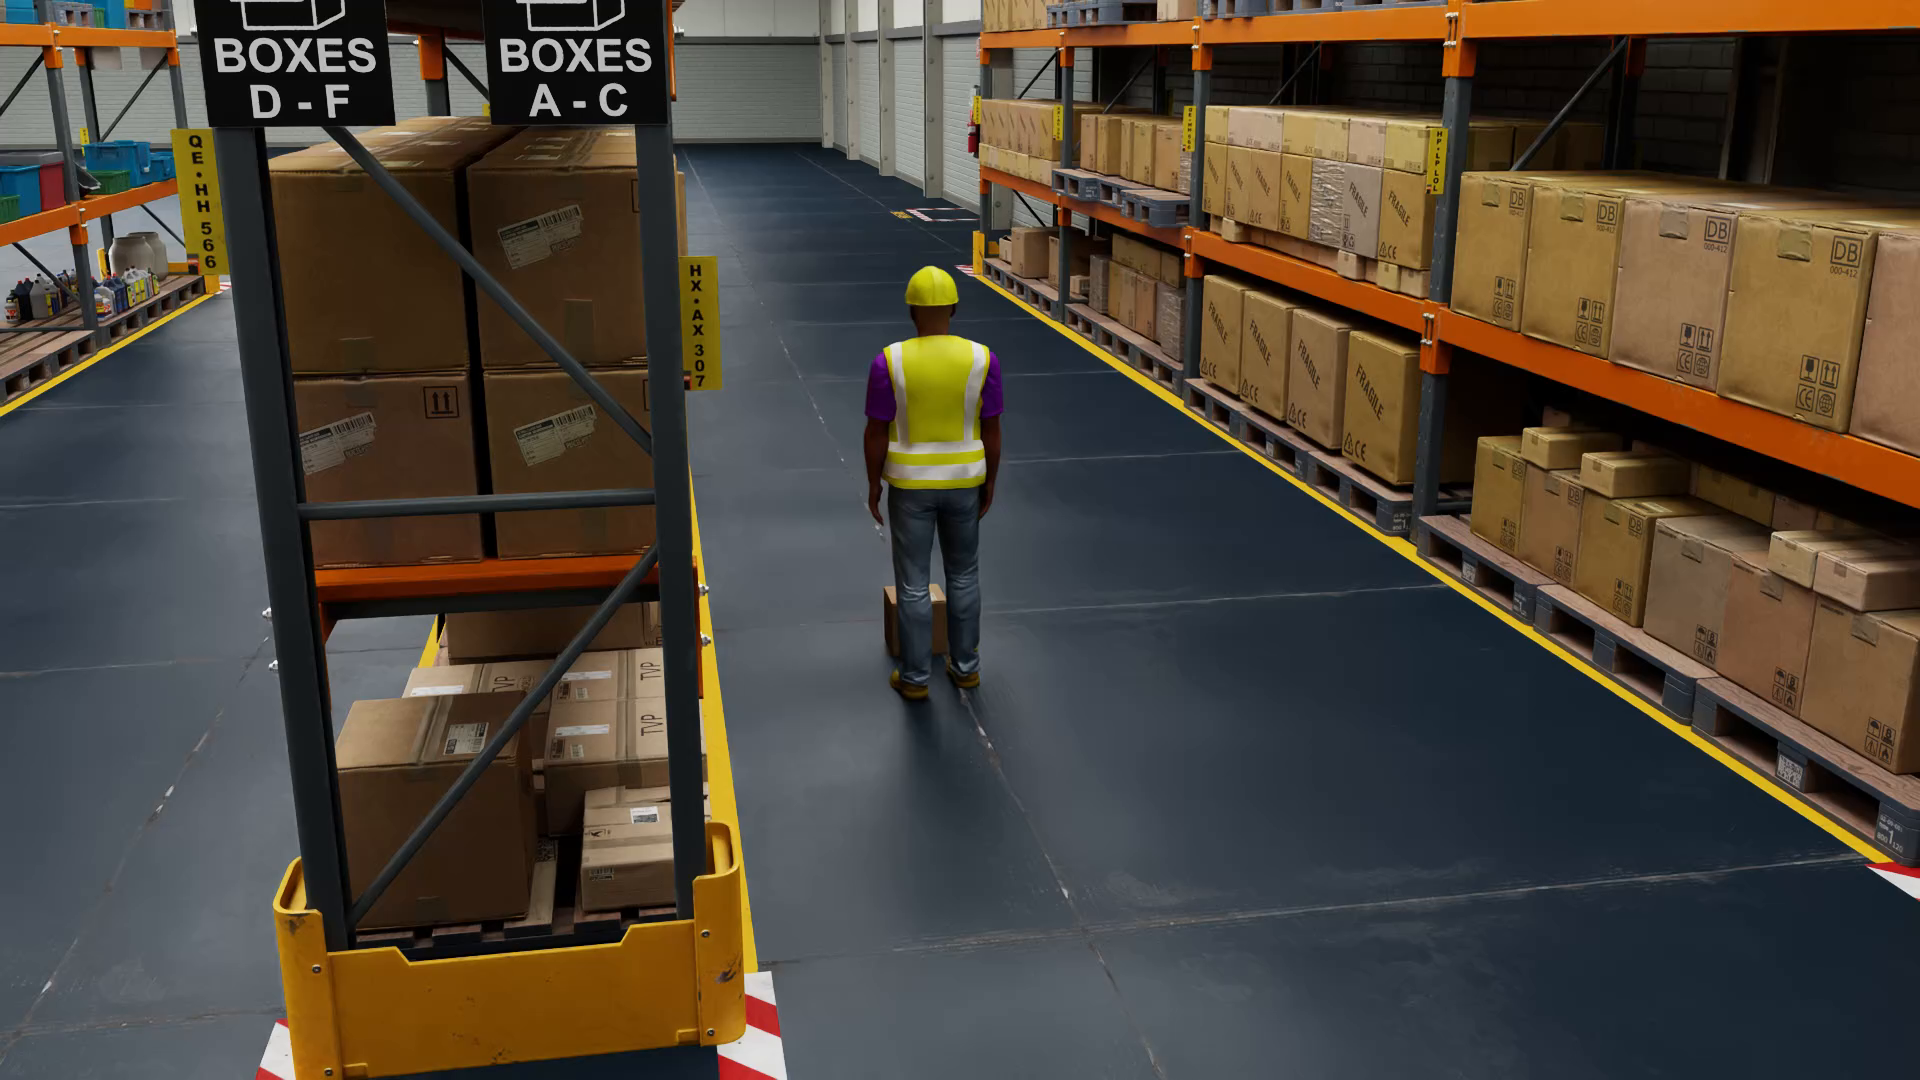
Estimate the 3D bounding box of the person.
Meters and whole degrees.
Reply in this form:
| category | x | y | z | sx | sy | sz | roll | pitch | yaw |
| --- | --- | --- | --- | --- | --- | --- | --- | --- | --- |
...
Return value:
| category | x | y | z | sx | sy | sz | roll | pitch | yaw |
| --- | --- | --- | --- | --- | --- | --- | --- | --- | --- |
| person | -0.117 | -0.235 | 6.816 | 0.561 | 1.768 | 0.417 | -3 | 16 | -9 |
